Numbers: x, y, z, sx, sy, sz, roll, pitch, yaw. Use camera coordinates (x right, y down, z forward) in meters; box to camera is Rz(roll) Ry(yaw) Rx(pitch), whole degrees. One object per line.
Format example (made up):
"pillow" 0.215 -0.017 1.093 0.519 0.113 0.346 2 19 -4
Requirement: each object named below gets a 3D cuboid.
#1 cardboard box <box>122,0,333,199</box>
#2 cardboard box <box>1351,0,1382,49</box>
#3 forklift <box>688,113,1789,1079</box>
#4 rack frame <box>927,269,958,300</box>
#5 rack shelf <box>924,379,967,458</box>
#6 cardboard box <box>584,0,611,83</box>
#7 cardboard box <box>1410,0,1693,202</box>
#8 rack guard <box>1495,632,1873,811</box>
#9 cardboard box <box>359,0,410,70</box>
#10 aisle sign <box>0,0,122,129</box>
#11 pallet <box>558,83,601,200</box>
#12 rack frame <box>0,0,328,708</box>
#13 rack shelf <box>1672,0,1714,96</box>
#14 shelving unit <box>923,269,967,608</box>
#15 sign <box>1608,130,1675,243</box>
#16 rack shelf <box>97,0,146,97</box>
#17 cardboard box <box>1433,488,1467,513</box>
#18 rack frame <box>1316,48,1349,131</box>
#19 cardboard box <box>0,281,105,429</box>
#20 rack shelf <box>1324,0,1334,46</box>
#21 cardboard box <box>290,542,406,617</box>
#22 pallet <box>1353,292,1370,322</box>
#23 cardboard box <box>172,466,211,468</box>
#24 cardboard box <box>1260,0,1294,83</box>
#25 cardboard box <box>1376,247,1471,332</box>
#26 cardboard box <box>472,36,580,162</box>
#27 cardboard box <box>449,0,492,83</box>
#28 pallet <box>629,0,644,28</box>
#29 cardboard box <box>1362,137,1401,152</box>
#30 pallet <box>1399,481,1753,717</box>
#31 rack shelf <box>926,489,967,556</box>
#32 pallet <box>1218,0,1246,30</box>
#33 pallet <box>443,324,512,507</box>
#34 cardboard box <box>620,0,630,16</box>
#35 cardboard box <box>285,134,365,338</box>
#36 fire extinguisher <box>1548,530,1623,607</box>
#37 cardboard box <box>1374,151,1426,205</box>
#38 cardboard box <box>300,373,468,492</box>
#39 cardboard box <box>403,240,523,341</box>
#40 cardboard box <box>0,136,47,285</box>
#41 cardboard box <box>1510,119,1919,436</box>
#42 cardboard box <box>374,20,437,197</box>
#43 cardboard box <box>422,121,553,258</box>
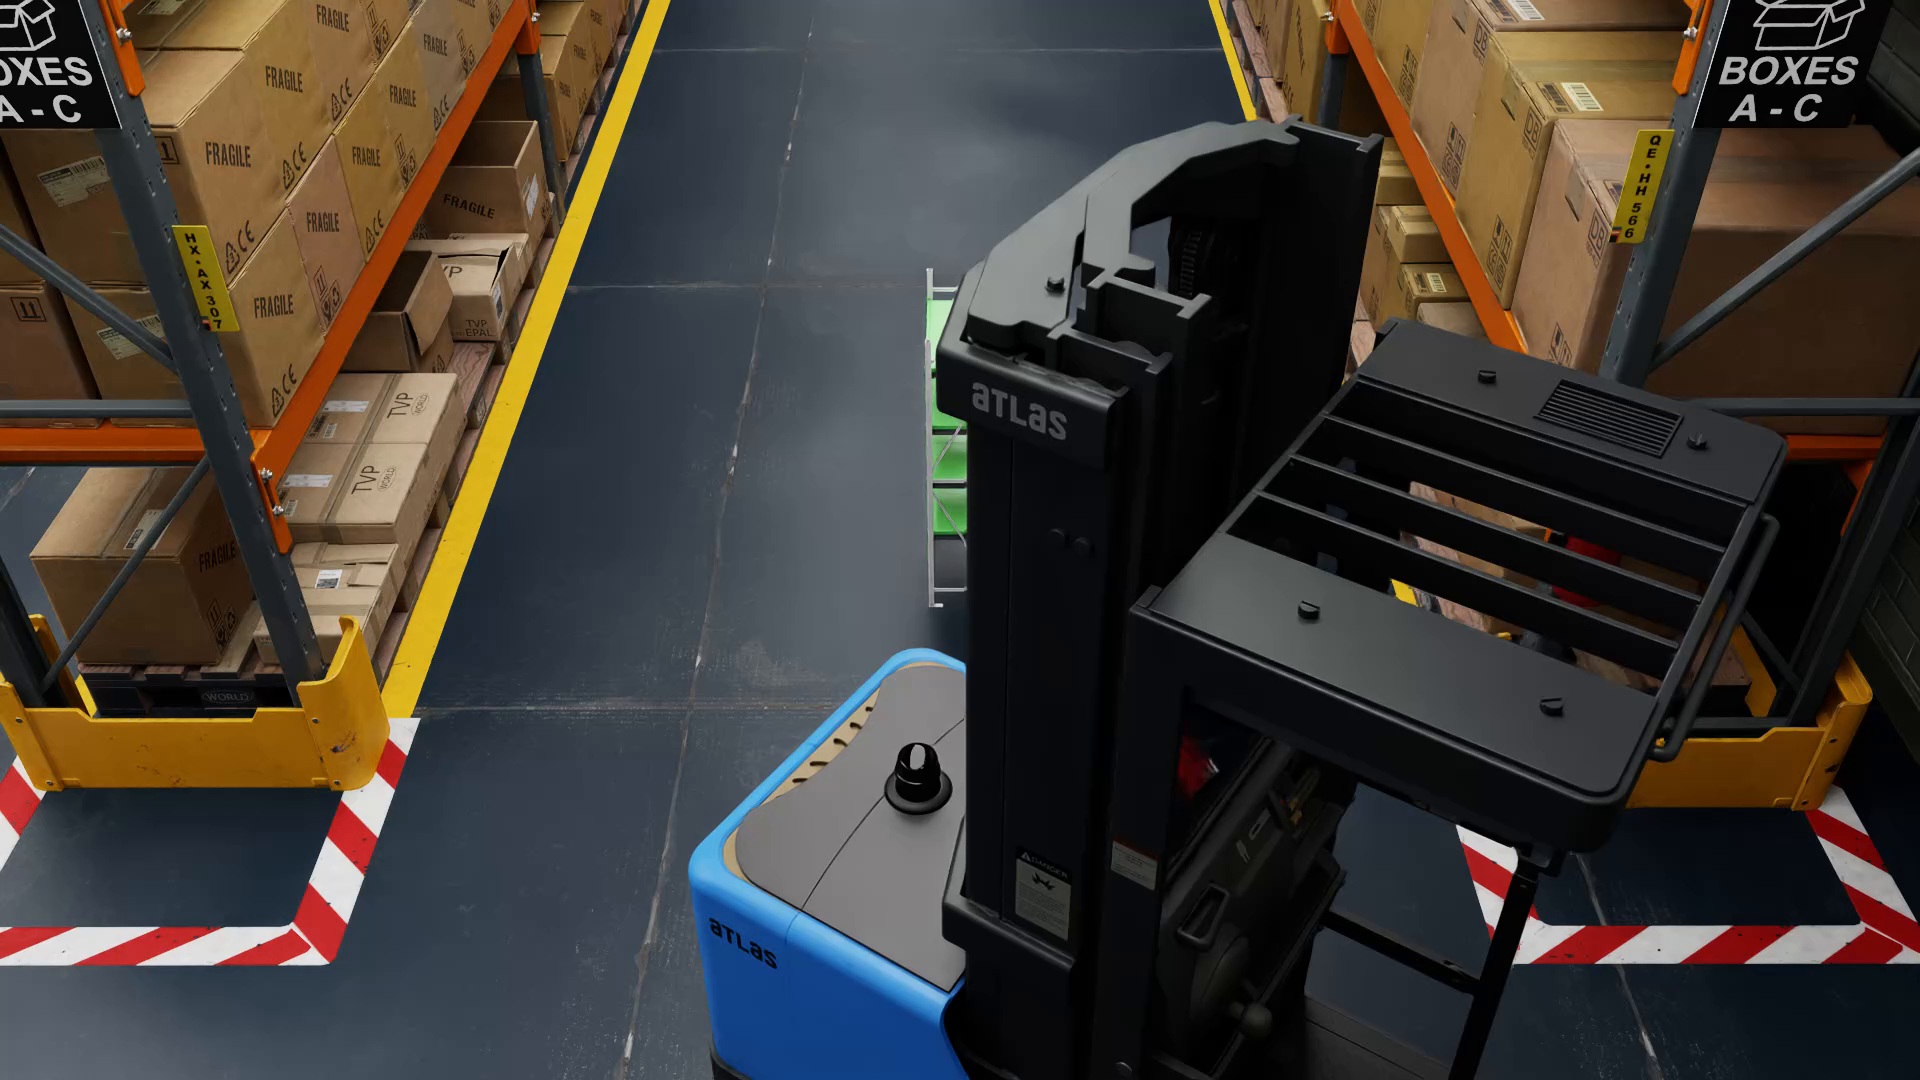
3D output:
"cardboard box" -2.352 -1.407 5.228 0.500 0.500 0.500 0 39 0
"cardboard box" 2.326 -2.659 7.429 0.980 0.700 0.700 1 39 1
"forklift" 0.824 0.735 3.489 3.031 2.935 1.130 23 44 26
"rack frame" 0.000 -0.517 6.436 0.240 1.200 0.015 0 39 0
"rack shelf" 0.000 -0.502 6.136 0.258 0.148 0.480 0 39 0
"cardboard box" -2.373 -3.020 9.767 0.500 0.500 0.500 0 39 0
"cardboard box" 2.332 -1.747 6.292 0.980 0.700 0.700 -2 39 -2
"rack guard" 2.347 0.611 5.588 1.175 0.500 0.348 0 39 0
"cardboard box" -2.349 -2.038 6.015 0.500 0.500 0.500 0 39 0
"aisle sign" -2.313 -1.346 3.952 0.394 0.787 0.004 0 39 0
"pallet" -2.650 -2.295 9.446 1.003 0.211 1.213 0 39 0
"rack frame" -2.607 -0.374 4.817 1.000 3.000 0.127 0 39 0
"rack shelf" 2.344 -2.520 5.672 1.077 0.370 4.000 0 39 0
"shelving unit" 0.000 -0.365 6.246 0.258 1.200 0.503 0 39 0
"sign" 1.804 -0.932 4.399 0.100 0.325 0.005 0 39 0
"rack shelf" -2.609 -2.514 5.665 1.077 0.370 4.000 0 39 0
"cardboard box" 2.245 -0.318 6.412 0.700 0.500 0.500 0 39 0
"rack frame" 2.342 -2.881 7.946 1.000 3.000 0.127 0 39 0
"cardboard box" -2.880 -0.692 5.135 0.500 0.500 0.500 1 39 1
"rack shelf" 2.340 -3.851 9.732 1.077 0.370 4.000 0 39 0
"cardboard box" -2.264 0.142 6.088 0.380 0.166 0.250 0 39 0
"pallet" 2.265 -1.317 8.225 1.003 0.211 1.213 0 39 0
"cardboard box" -2.825 -0.406 6.705 0.500 0.250 0.500 0 39 0
"cardboard box" 2.207 -3.168 9.688 0.750 0.750 0.750 1 39 1
"cardboard box" 2.236 -0.966 7.220 0.700 0.500 0.500 1 39 1
"cardboard box" -2.368 -2.374 8.961 0.500 0.500 0.500 -2 39 -2
"cardboard box" -2.352 -2.279 7.115 0.500 0.500 0.500 1 39 1
"pallet" -2.653 -3.821 11.350 1.003 0.211 1.213 0 39 0
"cardboard box" 2.240 -1.602 8.013 0.700 0.500 0.500 0 39 1
"pallet" 2.268 0.209 6.321 1.003 0.211 1.213 0 39 0
"rack shelf" 0.000 -0.128 6.436 0.258 0.148 0.480 0 39 0
"pallet" 2.263 -3.801 11.324 1.003 0.211 1.213 0 39 0
"pallet" -2.607 -0.592 7.321 1.003 0.211 1.213 0 39 0
"cardboard box" -2.380 -3.664 10.571 0.500 0.500 0.500 -1 39 -2
"cardboard box" -2.350 -1.013 5.535 0.500 0.500 0.500 0 39 0
"fire extinguisher" 1.885 -0.109 4.848 0.296 0.674 0.183 0 39 0
"cardboard box" 2.058 -1.640 7.543 0.380 0.149 0.250 1 39 1
"cardboard box" -2.325 -0.438 6.745 0.500 0.250 0.500 0 39 0
"cardboard box" -2.326 -1.172 7.612 0.500 0.311 0.500 0 39 0
"cardboard box" -2.882 -1.081 4.821 0.500 0.500 0.500 0 39 0
"cardboard box" 2.336 -0.815 5.129 0.980 0.700 0.700 2 39 2
"cardboard box" -2.346 -1.639 6.317 0.500 0.500 0.500 0 39 1
"cardboard box" -2.327 -1.715 8.139 0.500 0.500 0.500 0 39 0
